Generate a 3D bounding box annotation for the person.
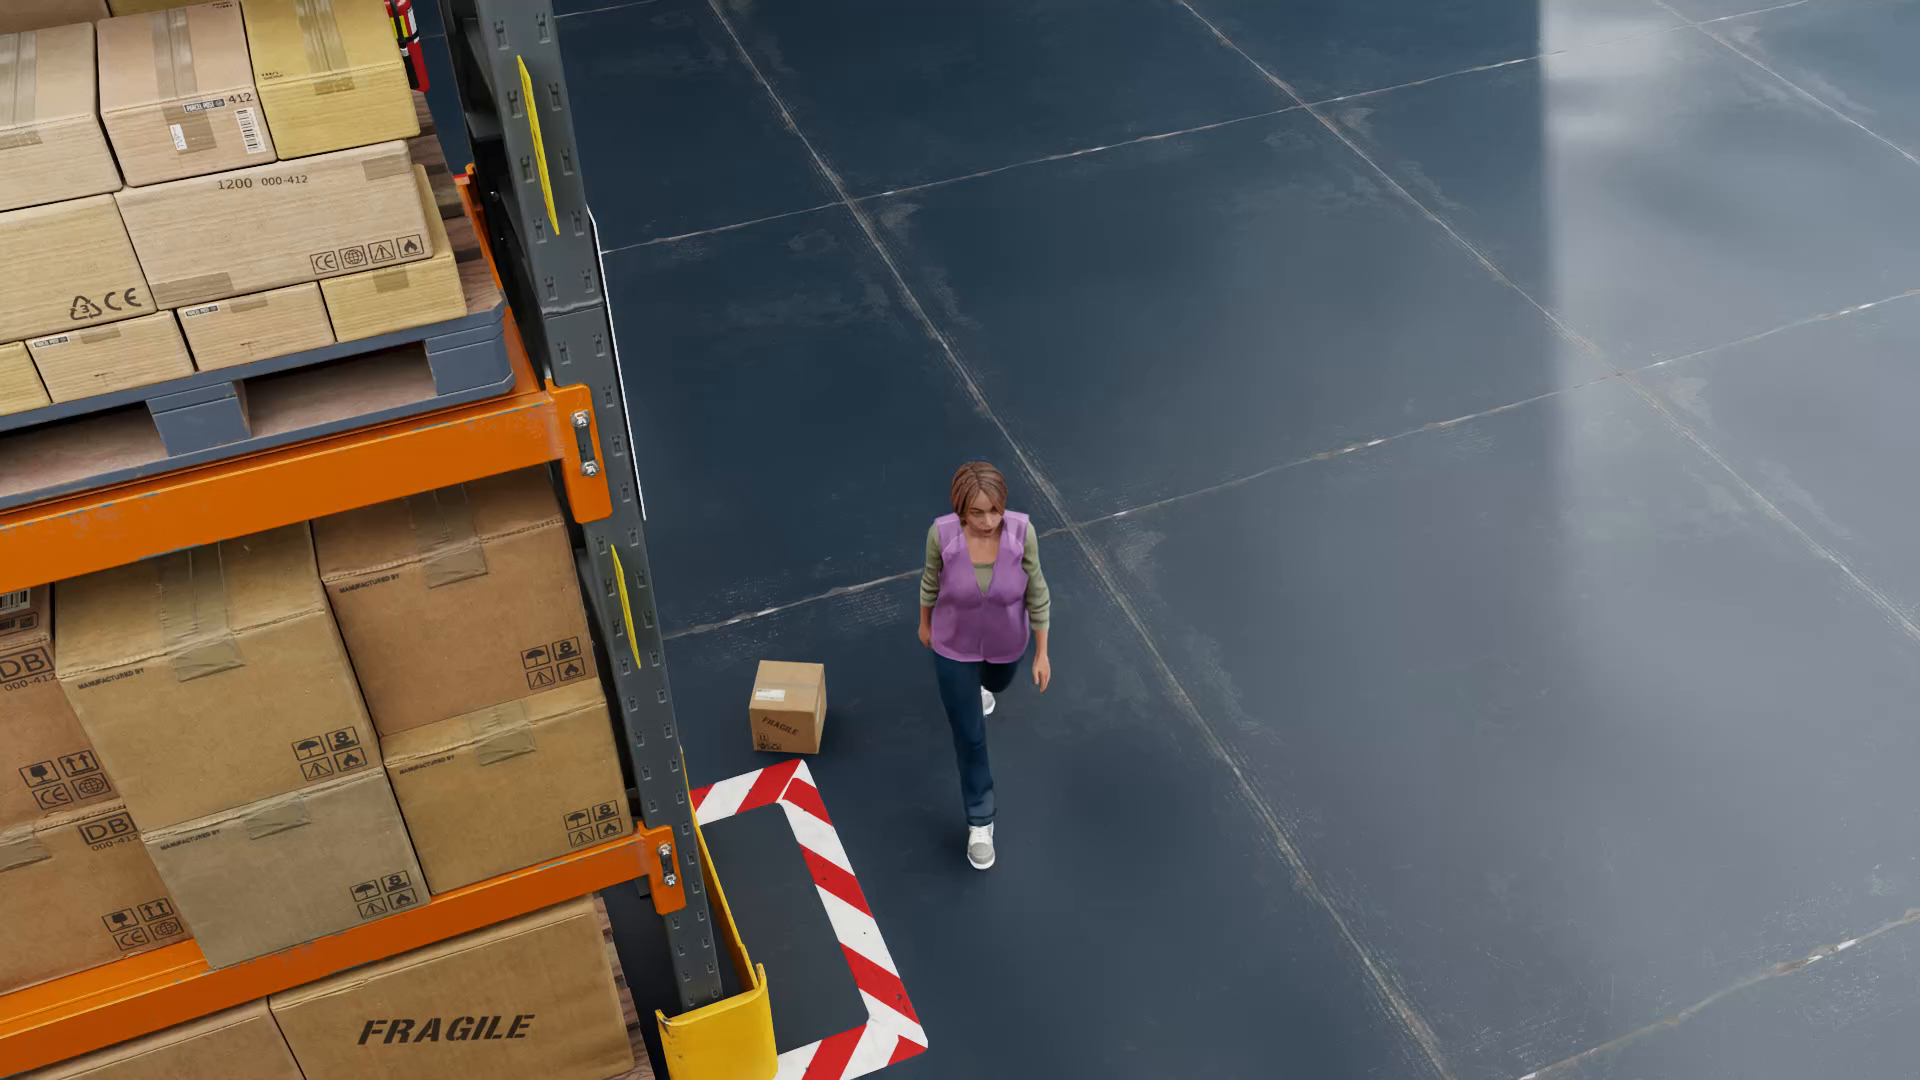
[{"bbox_3d":[0.081,0.319,5.818,0.435,1.552,0.942,-6,43,-7],"label":"person"}]
